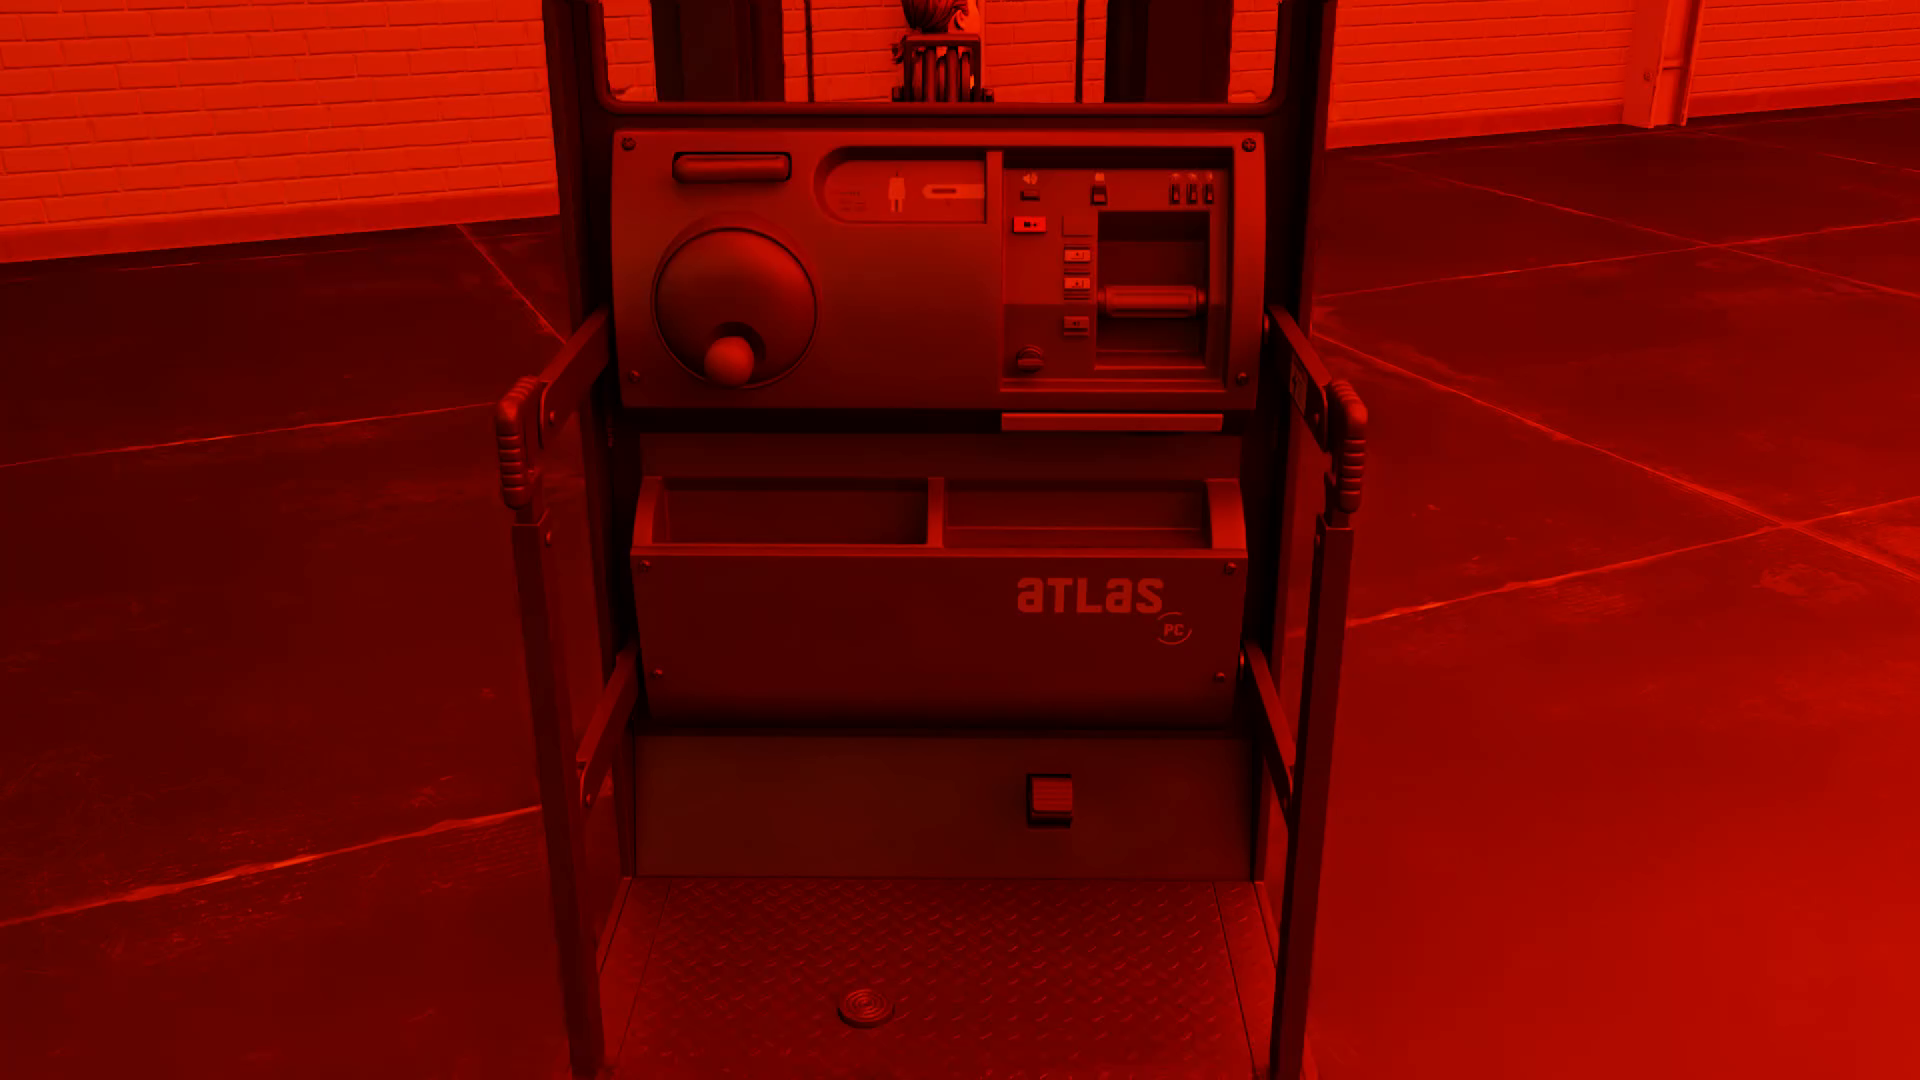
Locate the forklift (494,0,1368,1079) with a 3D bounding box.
[{"bbox_3d":[-0.032,-0.373,2.184,1.130,2.935,3.031,0,23,1],"label":"forklift"}]

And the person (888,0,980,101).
[{"bbox_3d":[0.072,-0.788,4.800,0.549,1.675,0.549,-10,25,-23],"label":"person"}]
